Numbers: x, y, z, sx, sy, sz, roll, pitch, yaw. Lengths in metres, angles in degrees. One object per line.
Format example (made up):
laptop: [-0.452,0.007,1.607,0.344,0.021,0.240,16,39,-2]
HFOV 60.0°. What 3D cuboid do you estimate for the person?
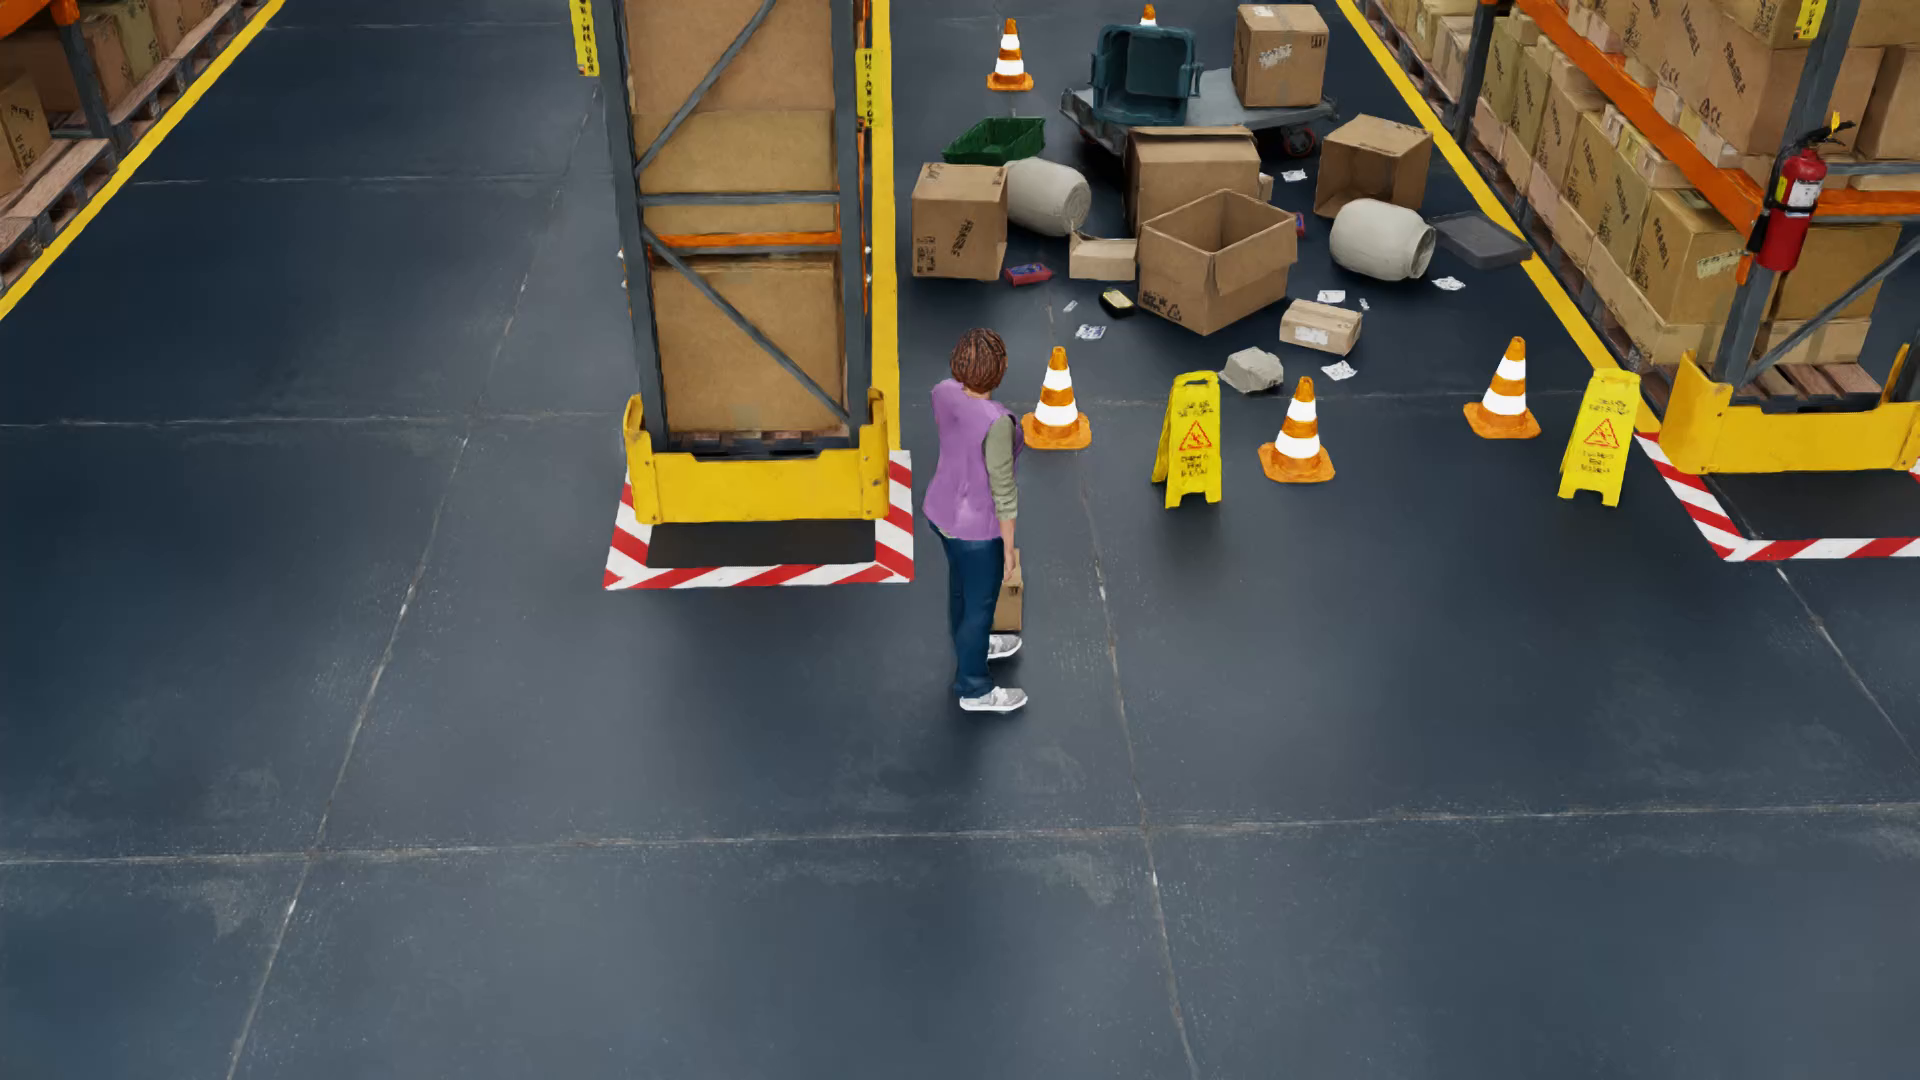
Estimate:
person: [0.113,-0.074,6.223,0.454,1.602,0.461,-24,42,-29]
